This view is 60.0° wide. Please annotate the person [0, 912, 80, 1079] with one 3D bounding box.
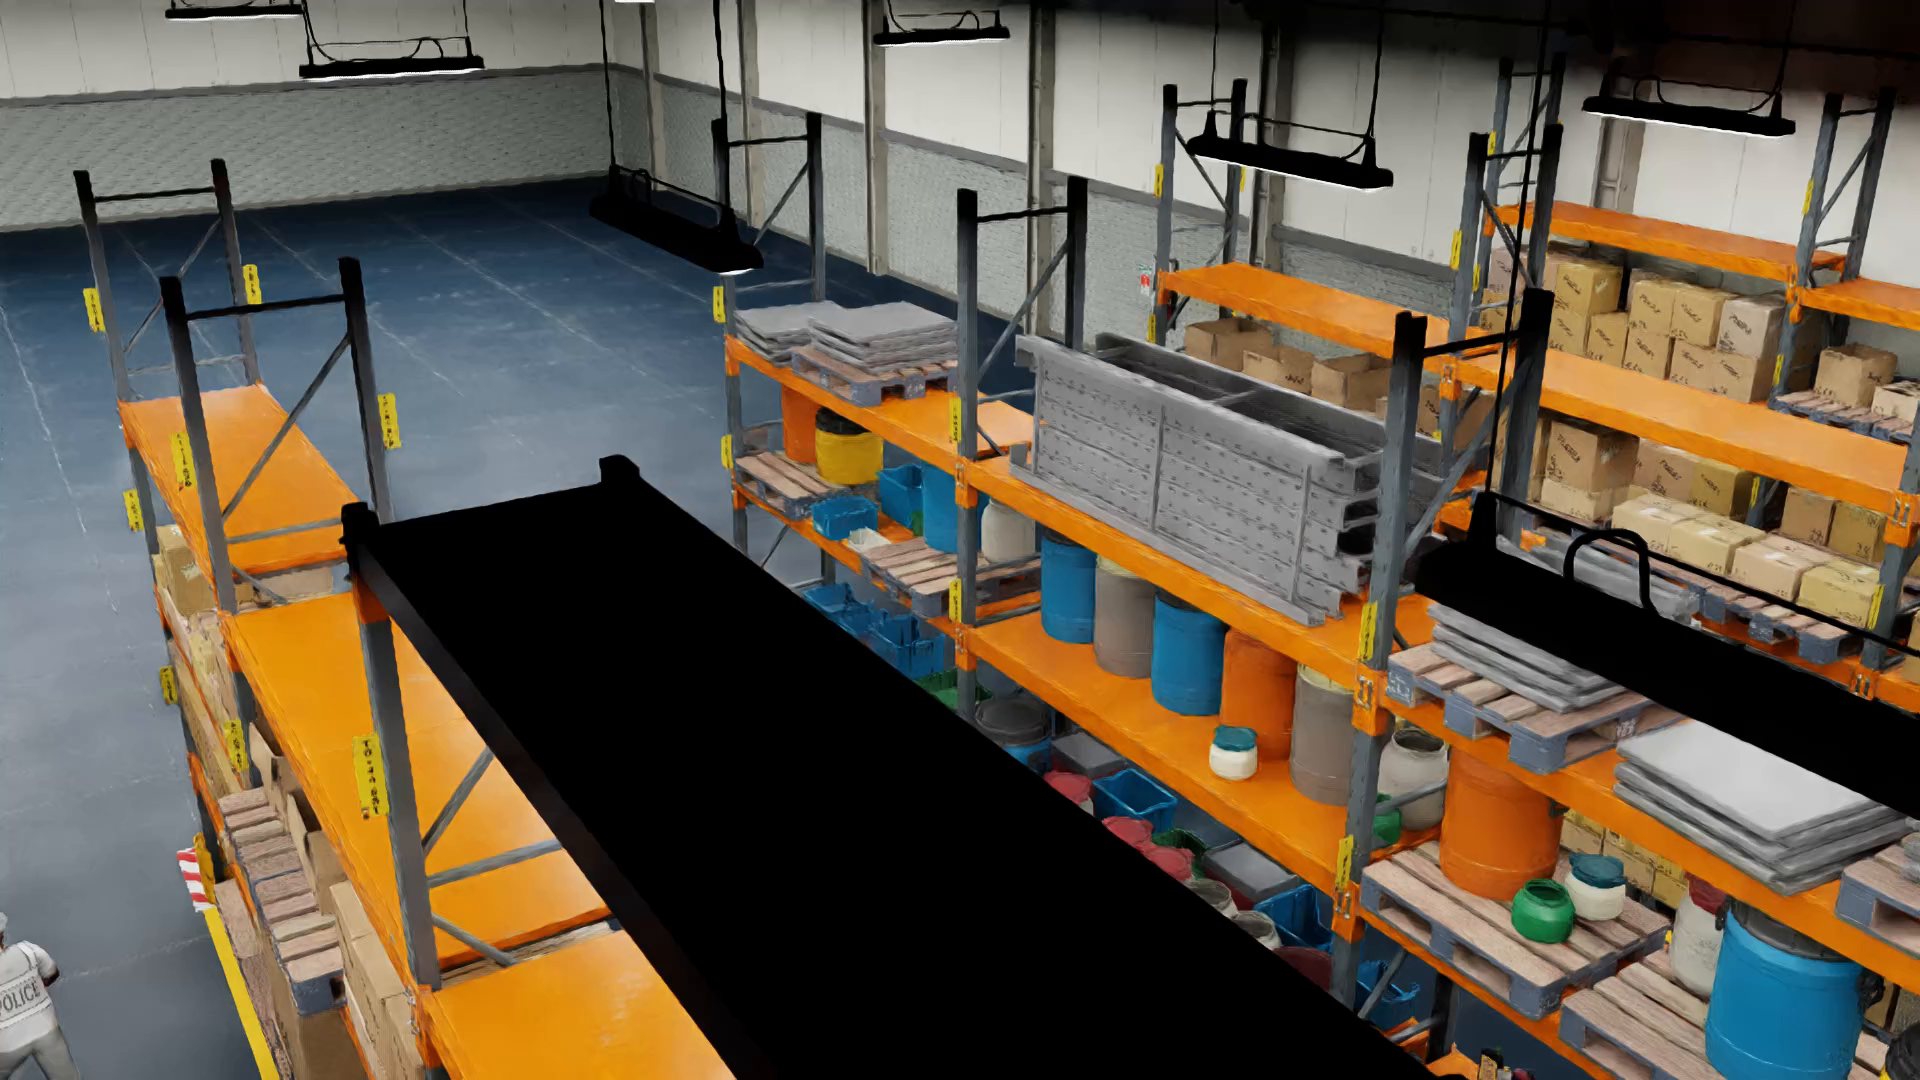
[{"bbox_3d":[-6.207,3.268,10.961,0.857,1.689,0.700,18,28,38],"label":"person"}]
